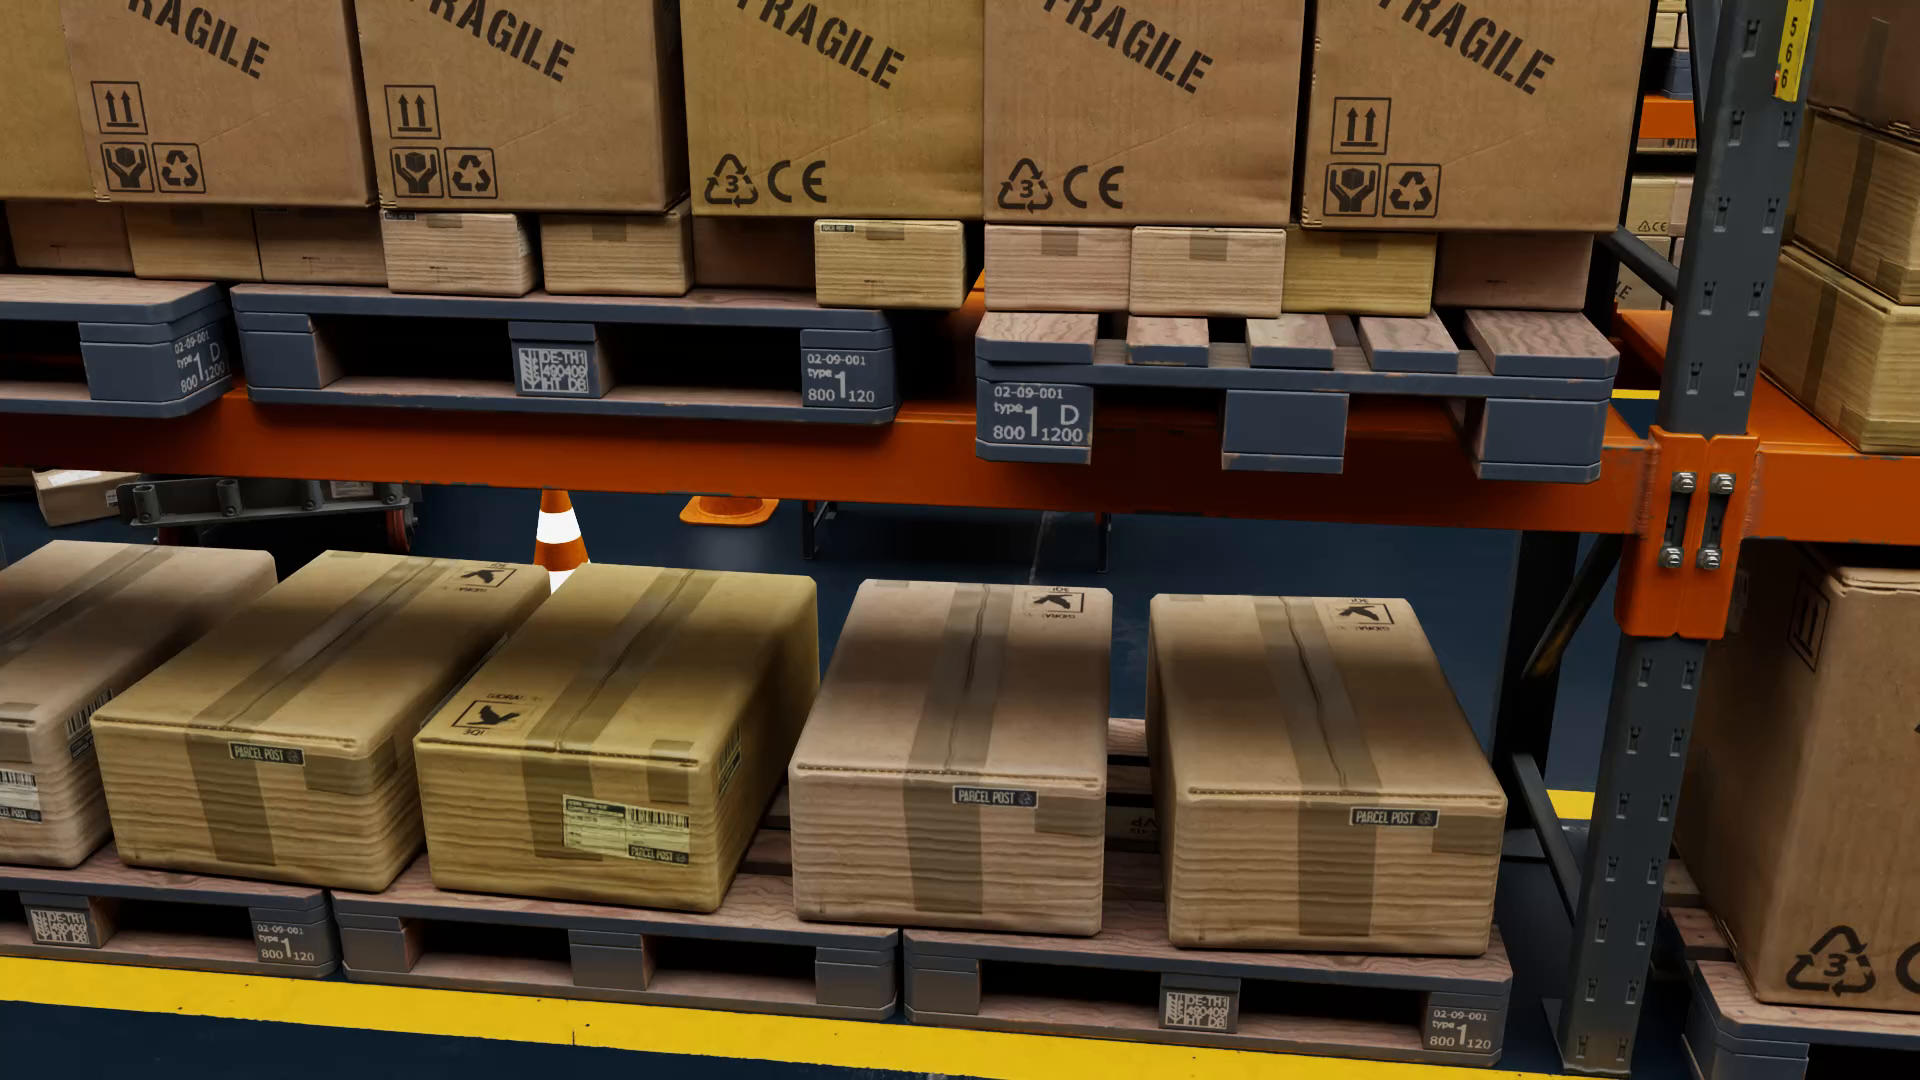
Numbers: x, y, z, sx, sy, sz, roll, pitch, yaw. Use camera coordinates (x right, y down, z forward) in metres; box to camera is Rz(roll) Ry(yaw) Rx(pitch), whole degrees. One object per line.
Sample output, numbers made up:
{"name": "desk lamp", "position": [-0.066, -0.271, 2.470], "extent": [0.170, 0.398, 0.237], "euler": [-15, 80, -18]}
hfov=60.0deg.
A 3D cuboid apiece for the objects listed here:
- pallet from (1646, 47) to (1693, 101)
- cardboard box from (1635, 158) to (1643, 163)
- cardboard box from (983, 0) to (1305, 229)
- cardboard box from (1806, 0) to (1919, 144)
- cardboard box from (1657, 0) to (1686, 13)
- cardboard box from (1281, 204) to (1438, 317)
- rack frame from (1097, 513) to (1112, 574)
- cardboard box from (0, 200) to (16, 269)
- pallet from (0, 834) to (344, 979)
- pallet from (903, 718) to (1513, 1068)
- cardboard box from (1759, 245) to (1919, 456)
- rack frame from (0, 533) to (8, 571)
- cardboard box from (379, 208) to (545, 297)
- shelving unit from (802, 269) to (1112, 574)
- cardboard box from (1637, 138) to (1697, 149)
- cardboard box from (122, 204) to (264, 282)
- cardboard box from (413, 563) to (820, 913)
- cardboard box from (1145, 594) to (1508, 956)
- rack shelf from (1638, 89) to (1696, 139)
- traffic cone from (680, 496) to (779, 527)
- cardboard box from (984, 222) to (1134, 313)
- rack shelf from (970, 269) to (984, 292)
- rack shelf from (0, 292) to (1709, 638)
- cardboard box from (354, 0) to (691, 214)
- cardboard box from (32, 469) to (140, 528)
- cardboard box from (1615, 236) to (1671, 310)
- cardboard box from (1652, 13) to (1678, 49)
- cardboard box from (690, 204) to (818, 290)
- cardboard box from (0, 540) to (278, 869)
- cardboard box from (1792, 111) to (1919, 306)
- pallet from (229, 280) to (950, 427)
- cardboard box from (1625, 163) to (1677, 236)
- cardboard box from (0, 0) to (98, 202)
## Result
{"name": "pallet", "position": [3.764, -2.174, 7.619], "extent": [1.213, 0.211, 1.003], "euler": [2, 22, 6]}
{"name": "cardboard box", "position": [3.006, -1.763, 8.129], "extent": [0.500, 0.250, 0.500], "euler": [3, 22, 7]}
{"name": "cardboard box", "position": [0.312, -0.839, 2.869], "extent": [0.500, 0.500, 0.500], "euler": [2, 22, 5]}
{"name": "cardboard box", "position": [1.772, -0.923, 2.698], "extent": [0.500, 0.500, 0.500], "euler": [2, 22, 5]}
{"name": "cardboard box", "position": [3.035, -2.424, 7.357], "extent": [0.250, 0.149, 0.380], "euler": [3, 22, 7]}
{"name": "cardboard box", "position": [0.683, -0.514, 2.930], "extent": [0.250, 0.149, 0.380], "euler": [3, 22, 7]}
{"name": "rack frame", "position": [0.512, -0.501, 5.677], "extent": [0.032, 1.125, 0.500], "euler": [2, 22, 6]}
{"name": "cardboard box", "position": [-1.903, -0.620, 3.199], "extent": [0.250, 0.149, 0.380], "euler": [3, 22, 7]}
{"name": "pallet", "position": [-1.888, 0.635, 4.047], "extent": [1.213, 0.211, 1.003], "euler": [2, 22, 6]}
{"name": "pallet", "position": [0.535, 0.740, 3.780], "extent": [1.213, 0.211, 1.003], "euler": [2, 22, 6]}
{"name": "cardboard box", "position": [1.767, -0.339, 2.922], "extent": [0.500, 0.250, 0.500], "euler": [2, 22, 5]}
{"name": "rack frame", "position": [-2.661, -0.695, 3.618], "extent": [0.127, 3.000, 1.000], "euler": [2, 22, 6]}
{"name": "cardboard box", "position": [-0.858, -0.568, 3.066], "extent": [0.250, 0.149, 0.380], "euler": [3, 22, 8]}
{"name": "shelving unit", "position": [0.007, -0.523, 5.732], "extent": [1.048, 1.125, 0.538], "euler": [2, 22, 6]}
{"name": "cardboard box", "position": [4.924, -3.233, 12.356], "extent": [0.875, 0.875, 1.225], "euler": [2, 22, 4]}
{"name": "cardboard box", "position": [-1.362, -0.609, 3.172], "extent": [0.250, 0.149, 0.380], "euler": [3, 22, 7]}
{"name": "cardboard box", "position": [-0.735, 0.413, 3.819], "extent": [0.625, 0.372, 0.950], "euler": [3, 22, 8]}
{"name": "cardboard box", "position": [0.751, 0.477, 3.657], "extent": [0.625, 0.372, 0.950], "euler": [1, 22, 3]}
{"name": "rack shelf", "position": [3.779, -1.912, 7.676], "extent": [4.000, 0.370, 1.077], "euler": [2, 22, 6]}
{"name": "traffic cone", "position": [-0.859, -0.325, 6.133], "extent": [0.334, 0.463, 0.336], "euler": [2, 22, 6]}
{"name": "cardboard box", "position": [0.179, -0.522, 2.951], "extent": [0.250, 0.149, 0.380], "euler": [1, 22, 4]}
{"name": "rack shelf", "position": [0.007, -0.795, 5.625], "extent": [1.000, 0.278, 0.538], "euler": [2, 22, 6]}
{"name": "rack shelf", "position": [-0.675, -0.274, 3.531], "extent": [4.000, 0.370, 1.077], "euler": [2, 22, 6]}
{"name": "cardboard box", "position": [-0.731, -0.884, 2.984], "extent": [0.500, 0.500, 0.500], "euler": [2, 22, 4]}
{"name": "cardboard box", "position": [-3.218, -0.242, 6.192], "extent": [0.396, 0.266, 0.258], "euler": [-14, 25, -31]}
{"name": "cardboard box", "position": [2.965, -1.222, 7.780], "extent": [0.500, 0.500, 0.500], "euler": [3, 22, 7]}
{"name": "cardboard box", "position": [3.016, -2.285, 7.409], "extent": [0.250, 0.149, 0.380], "euler": [3, 22, 9]}
{"name": "cardboard box", "position": [-0.331, -0.586, 3.112], "extent": [0.250, 0.149, 0.380], "euler": [3, 22, 7]}
{"name": "cardboard box", "position": [-2.140, 0.354, 3.969], "extent": [0.625, 0.372, 0.950], "euler": [3, 22, 7]}
{"name": "cardboard box", "position": [1.785, -0.573, 2.832], "extent": [0.500, 0.250, 0.500], "euler": [2, 22, 6]}
{"name": "pallet", "position": [-0.660, -0.503, 3.394], "extent": [1.213, 0.211, 1.003], "euler": [2, 22, 6]}
{"name": "cardboard box", "position": [2.953, -1.575, 7.653], "extent": [0.500, 0.250, 0.500], "euler": [2, 22, 6]}
{"name": "cardboard box", "position": [-1.732, -0.929, 3.097], "extent": [0.500, 0.500, 0.500], "euler": [3, 22, 6]}
